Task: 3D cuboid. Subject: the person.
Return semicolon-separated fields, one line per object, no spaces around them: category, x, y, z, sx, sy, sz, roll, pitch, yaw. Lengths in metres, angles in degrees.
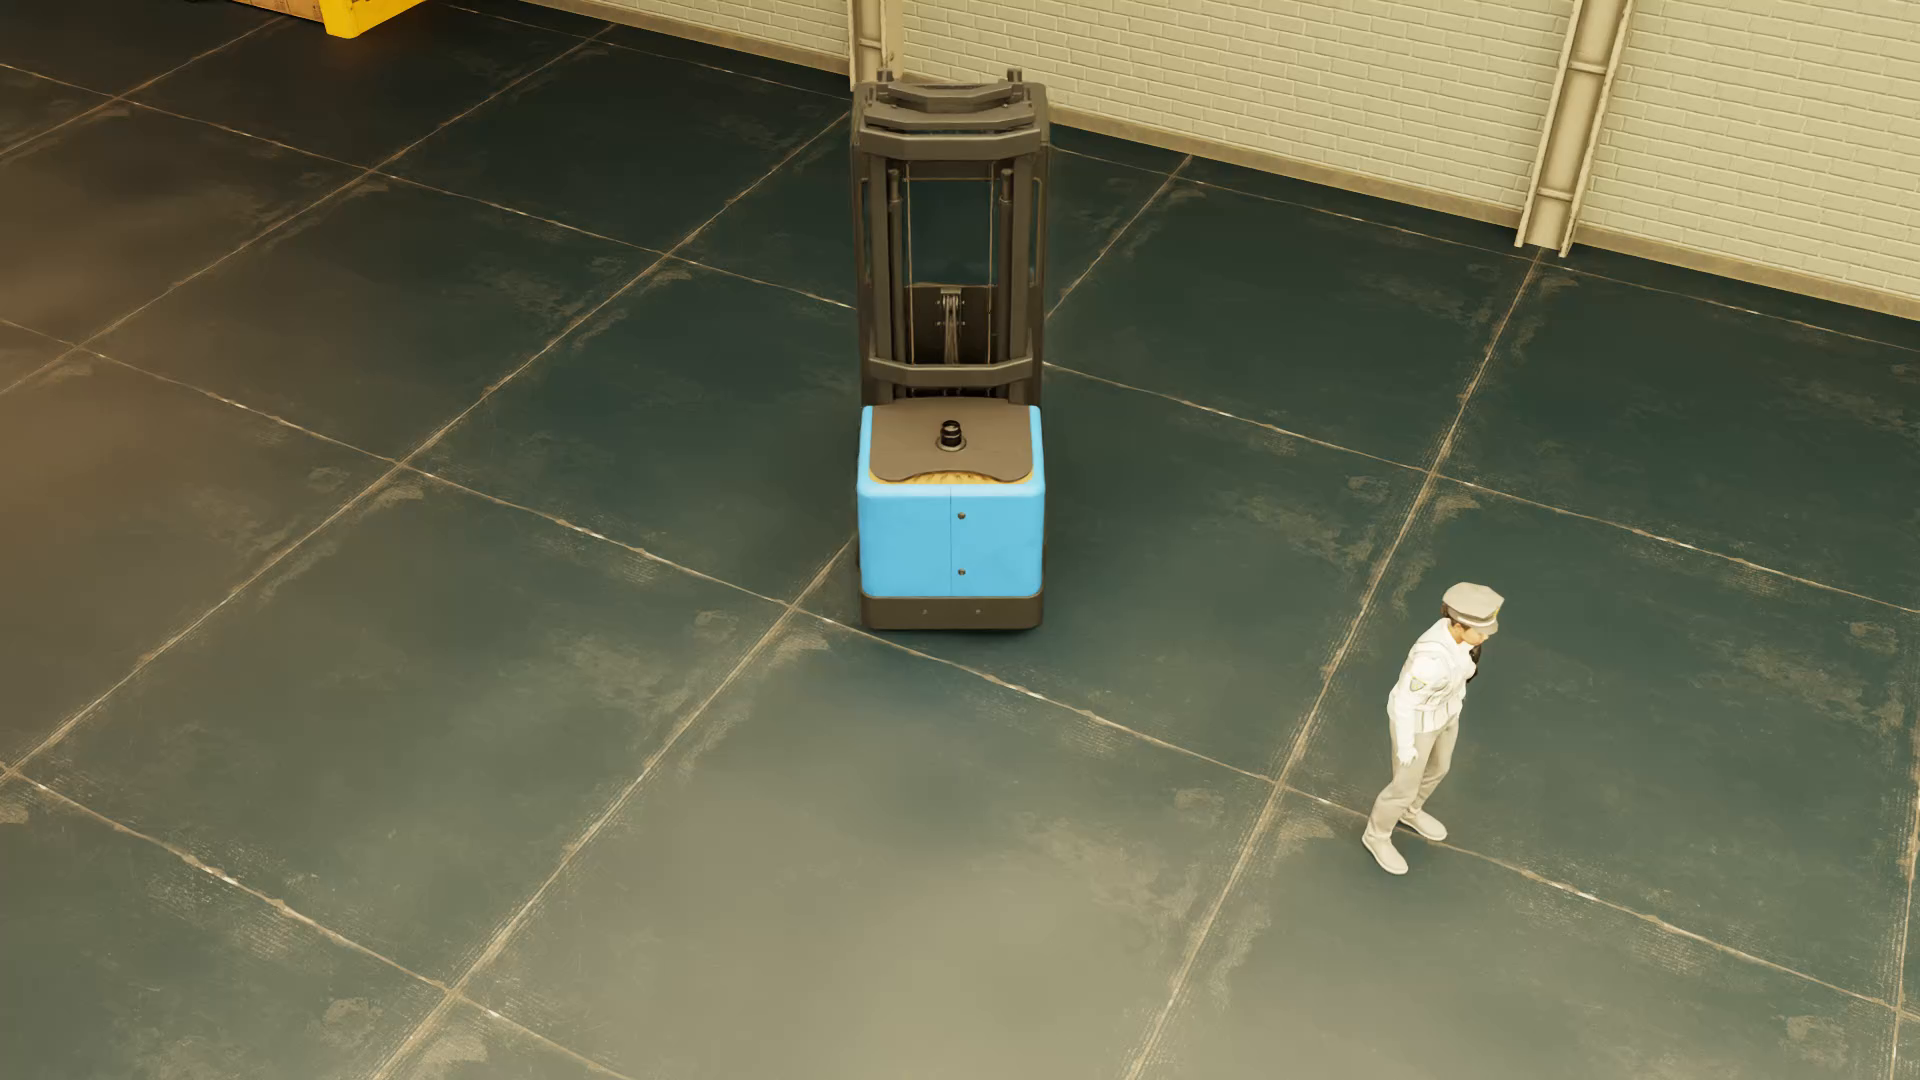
person;2.241;0.867;7.947;0.526;1.661;0.372;-32;49;-32

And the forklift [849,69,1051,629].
forklift;-0.055;-1.530;9.804;1.130;2.935;3.031;0;40;0
